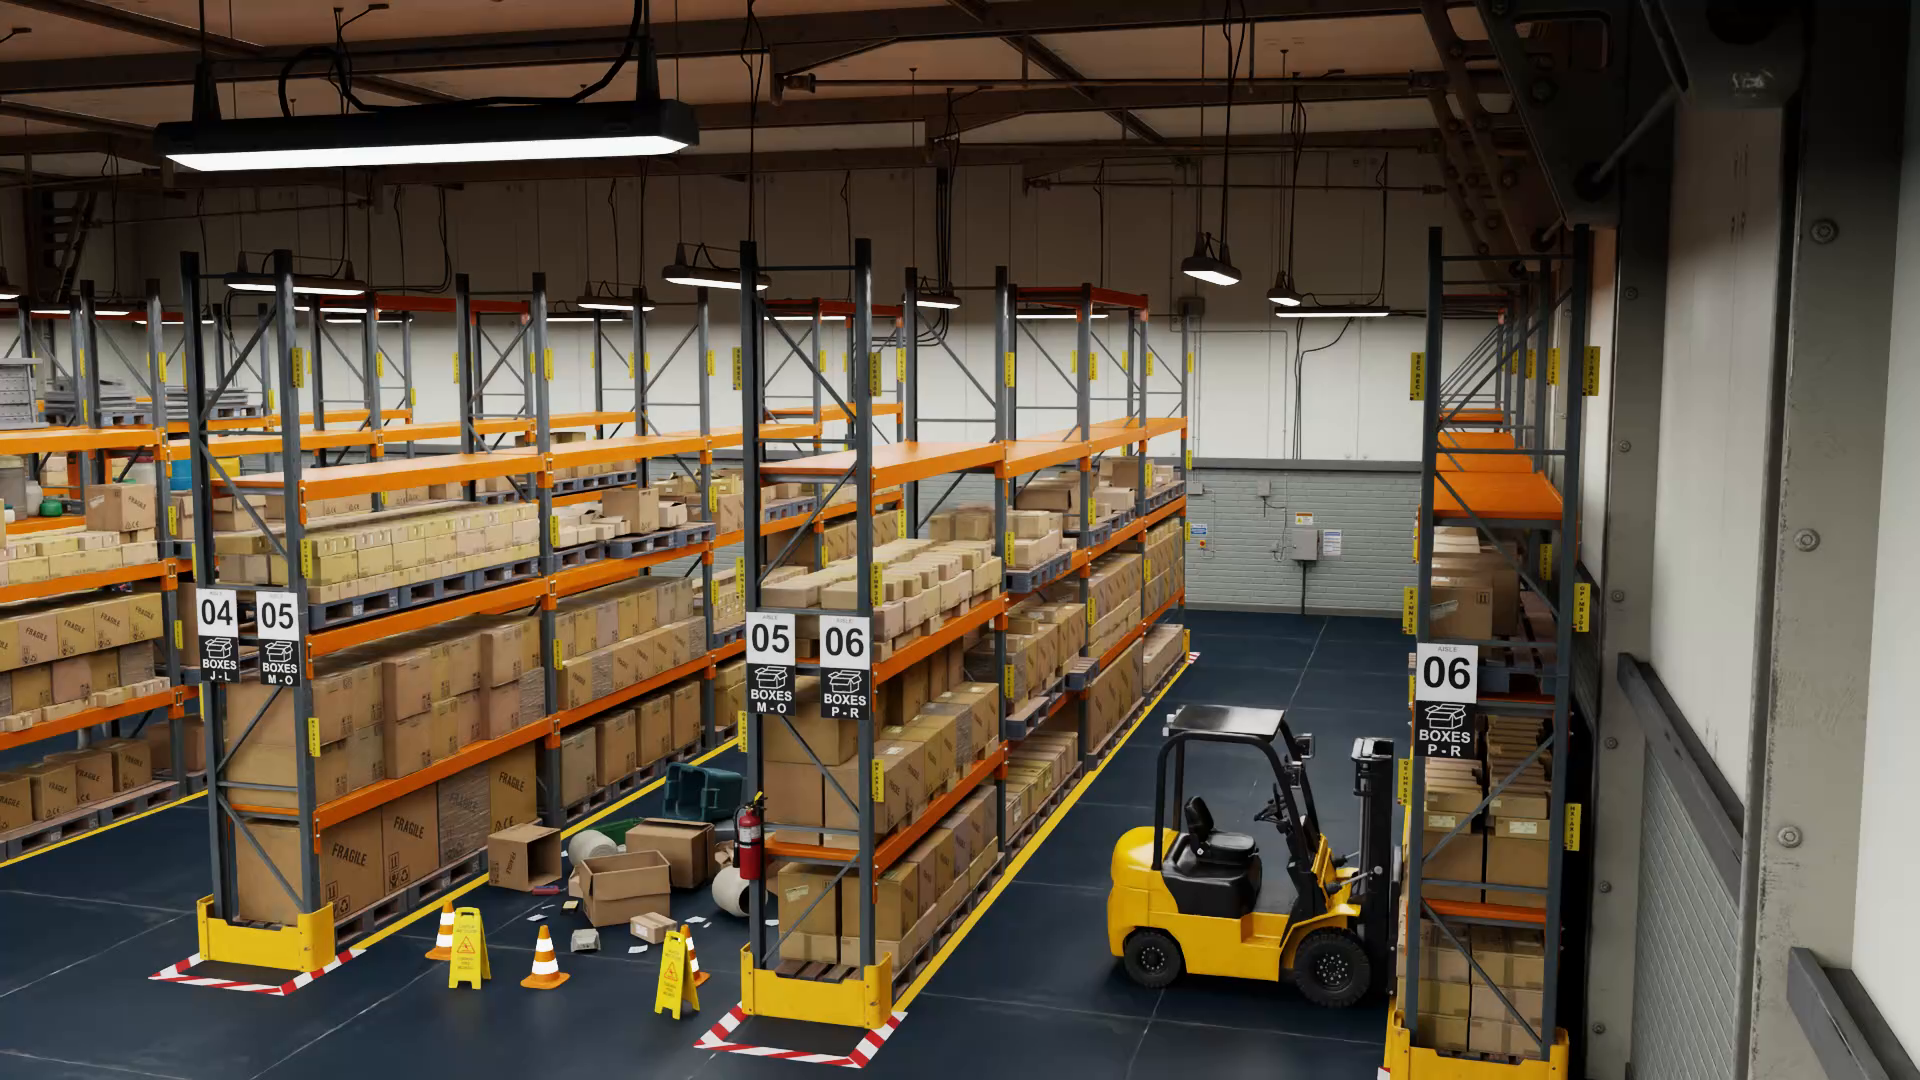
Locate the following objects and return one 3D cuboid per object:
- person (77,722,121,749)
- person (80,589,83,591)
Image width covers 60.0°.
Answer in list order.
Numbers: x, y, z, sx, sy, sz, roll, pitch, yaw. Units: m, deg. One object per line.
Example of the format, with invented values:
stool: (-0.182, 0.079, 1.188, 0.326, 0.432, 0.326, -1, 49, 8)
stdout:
person: (-10.729, 2.004, 20.627, 0.570, 1.773, 0.752, 1, 6, 7)
person: (-15.176, 1.174, 28.619, 0.385, 1.551, 0.899, 2, 7, 15)
